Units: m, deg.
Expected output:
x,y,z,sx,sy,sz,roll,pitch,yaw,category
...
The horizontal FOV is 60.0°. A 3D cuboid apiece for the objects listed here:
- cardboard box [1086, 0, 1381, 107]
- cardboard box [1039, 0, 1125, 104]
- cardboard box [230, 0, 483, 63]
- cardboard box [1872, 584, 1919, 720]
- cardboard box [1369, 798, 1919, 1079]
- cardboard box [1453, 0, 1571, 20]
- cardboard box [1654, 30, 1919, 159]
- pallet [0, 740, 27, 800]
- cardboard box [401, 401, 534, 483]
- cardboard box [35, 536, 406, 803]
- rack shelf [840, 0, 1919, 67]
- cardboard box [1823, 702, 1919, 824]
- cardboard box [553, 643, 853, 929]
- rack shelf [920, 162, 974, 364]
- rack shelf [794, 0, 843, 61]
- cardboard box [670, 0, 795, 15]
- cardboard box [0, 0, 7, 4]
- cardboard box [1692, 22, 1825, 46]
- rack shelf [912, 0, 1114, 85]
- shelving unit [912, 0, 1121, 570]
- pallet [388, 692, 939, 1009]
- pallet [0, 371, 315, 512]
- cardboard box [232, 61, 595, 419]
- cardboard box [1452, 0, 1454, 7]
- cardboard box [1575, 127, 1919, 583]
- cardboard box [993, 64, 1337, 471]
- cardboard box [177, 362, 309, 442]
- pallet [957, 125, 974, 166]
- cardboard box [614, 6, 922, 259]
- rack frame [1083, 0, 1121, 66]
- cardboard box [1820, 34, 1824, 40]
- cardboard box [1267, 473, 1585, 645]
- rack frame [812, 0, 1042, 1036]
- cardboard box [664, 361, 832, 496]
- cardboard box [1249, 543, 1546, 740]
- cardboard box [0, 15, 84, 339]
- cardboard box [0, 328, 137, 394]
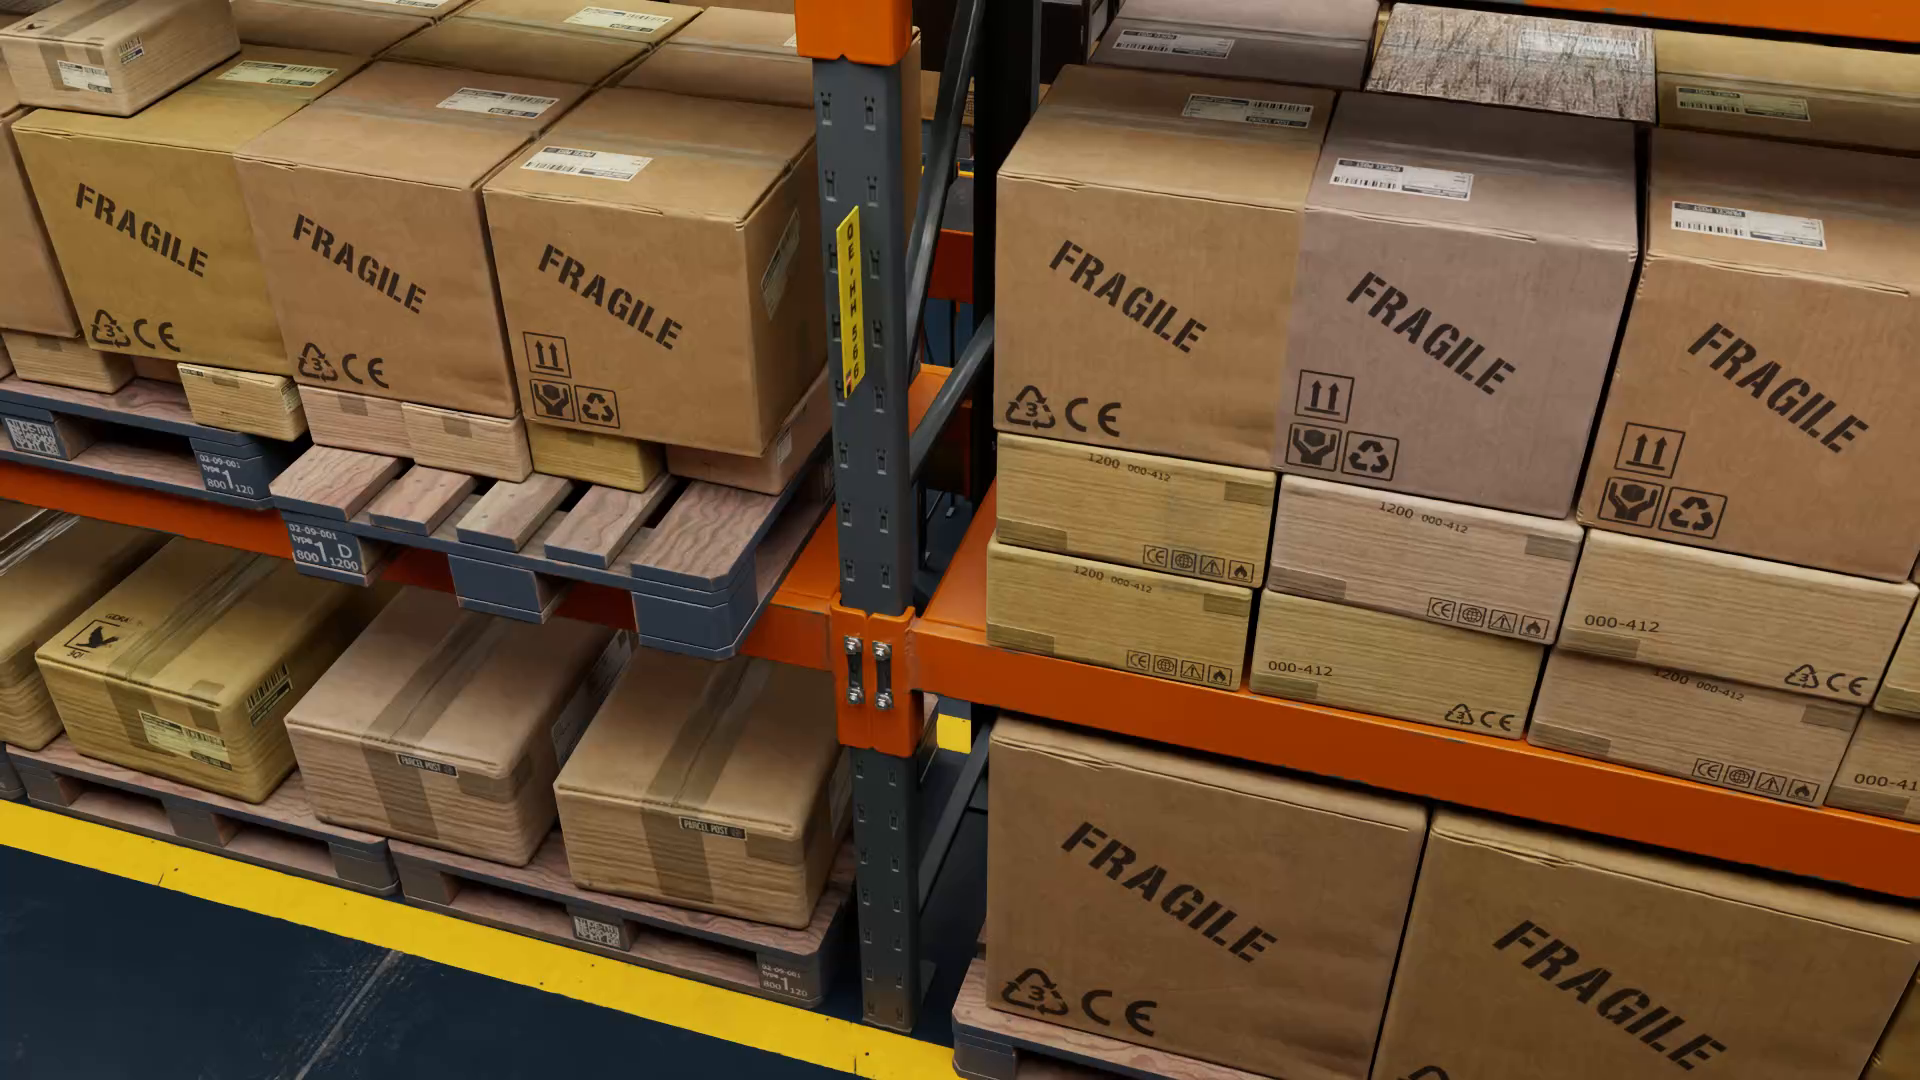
x,y,z,sx,sy,sz,roll,pitch,yaw,category
0.539,-0.780,3.352,0.500,0.500,0.500,10,37,13,cardboard box
0.792,-2.521,8.188,0.750,0.750,1.050,10,38,13,cardboard box
-1.402,-0.999,3.887,0.500,0.500,0.500,11,38,15,cardboard box
1.822,0.092,2.800,0.500,0.250,0.500,11,38,15,cardboard box
1.452,0.735,3.659,0.875,0.875,0.875,11,38,14,cardboard box
2.417,-2.215,7.351,0.500,0.250,0.500,10,38,13,cardboard box
1.503,-0.603,3.111,0.500,0.500,0.500,11,38,14,cardboard box
-3.107,0.272,5.202,1.213,0.211,1.003,10,38,14,pallet
-0.947,-0.299,3.484,0.250,0.149,0.380,10,38,14,cardboard box
-1.998,0.240,4.756,0.625,0.372,0.950,12,38,15,cardboard box
1.876,-0.846,2.445,4.000,0.370,1.077,10,38,14,rack shelf
1.826,0.271,2.978,0.500,0.250,0.500,10,38,14,cardboard box
-0.569,0.503,4.399,0.625,0.372,0.950,8,37,11,cardboard box
0.158,-0.805,5.096,0.480,0.518,0.431,10,38,14,rack shelf
-1.942,-1.553,3.405,4.000,0.370,1.077,10,38,14,rack shelf
-0.932,-2.838,8.619,0.750,0.750,1.050,10,38,14,cardboard box
-2.377,-1.184,4.138,0.500,0.500,0.500,12,38,15,cardboard box
3.383,-2.029,7.098,0.500,0.250,0.500,9,37,12,cardboard box
0.158,-1.369,4.681,0.480,0.518,0.431,10,38,14,rack shelf
0.158,-0.816,5.088,0.503,2.100,0.431,10,38,14,shelving unit
-0.778,0.703,4.616,1.213,0.211,1.003,10,38,14,pallet
-1.935,-0.530,4.102,1.213,0.211,1.003,10,38,14,pallet
-1.046,-0.618,3.370,0.500,0.500,0.500,10,38,13,cardboard box
2.078,-2.591,7.862,0.500,0.250,0.500,10,37,13,cardboard box
1.331,-0.316,2.721,0.500,0.500,0.500,12,38,15,cardboard box
0.365,-0.498,2.969,0.500,0.500,0.500,9,37,12,cardboard box
-1.452,-0.389,3.606,0.250,0.149,0.380,11,38,15,cardboard box
0.617,-2.158,8.504,1.213,0.211,1.003,10,38,14,pallet
-0.393,-0.820,3.645,0.500,0.500,0.500,9,37,13,cardboard box
0.391,-0.773,5.029,0.015,2.100,0.400,10,38,14,rack frame
4.029,-2.230,7.371,0.500,0.250,0.500,12,38,15,cardboard box
0.870,-0.100,3.061,0.500,0.250,0.500,11,38,15,cardboard box
-0.033,-0.281,3.601,0.127,3.000,1.000,10,38,14,rack frame
-0.416,-0.274,3.449,0.250,0.149,0.380,12,38,16,cardboard box
0.855,0.089,3.225,0.500,0.250,0.500,9,37,13,cardboard box
-2.049,-0.804,3.622,0.500,0.500,0.500,9,37,12,cardboard box
-1.918,-0.503,3.760,0.250,0.149,0.380,9,37,12,cardboard box
